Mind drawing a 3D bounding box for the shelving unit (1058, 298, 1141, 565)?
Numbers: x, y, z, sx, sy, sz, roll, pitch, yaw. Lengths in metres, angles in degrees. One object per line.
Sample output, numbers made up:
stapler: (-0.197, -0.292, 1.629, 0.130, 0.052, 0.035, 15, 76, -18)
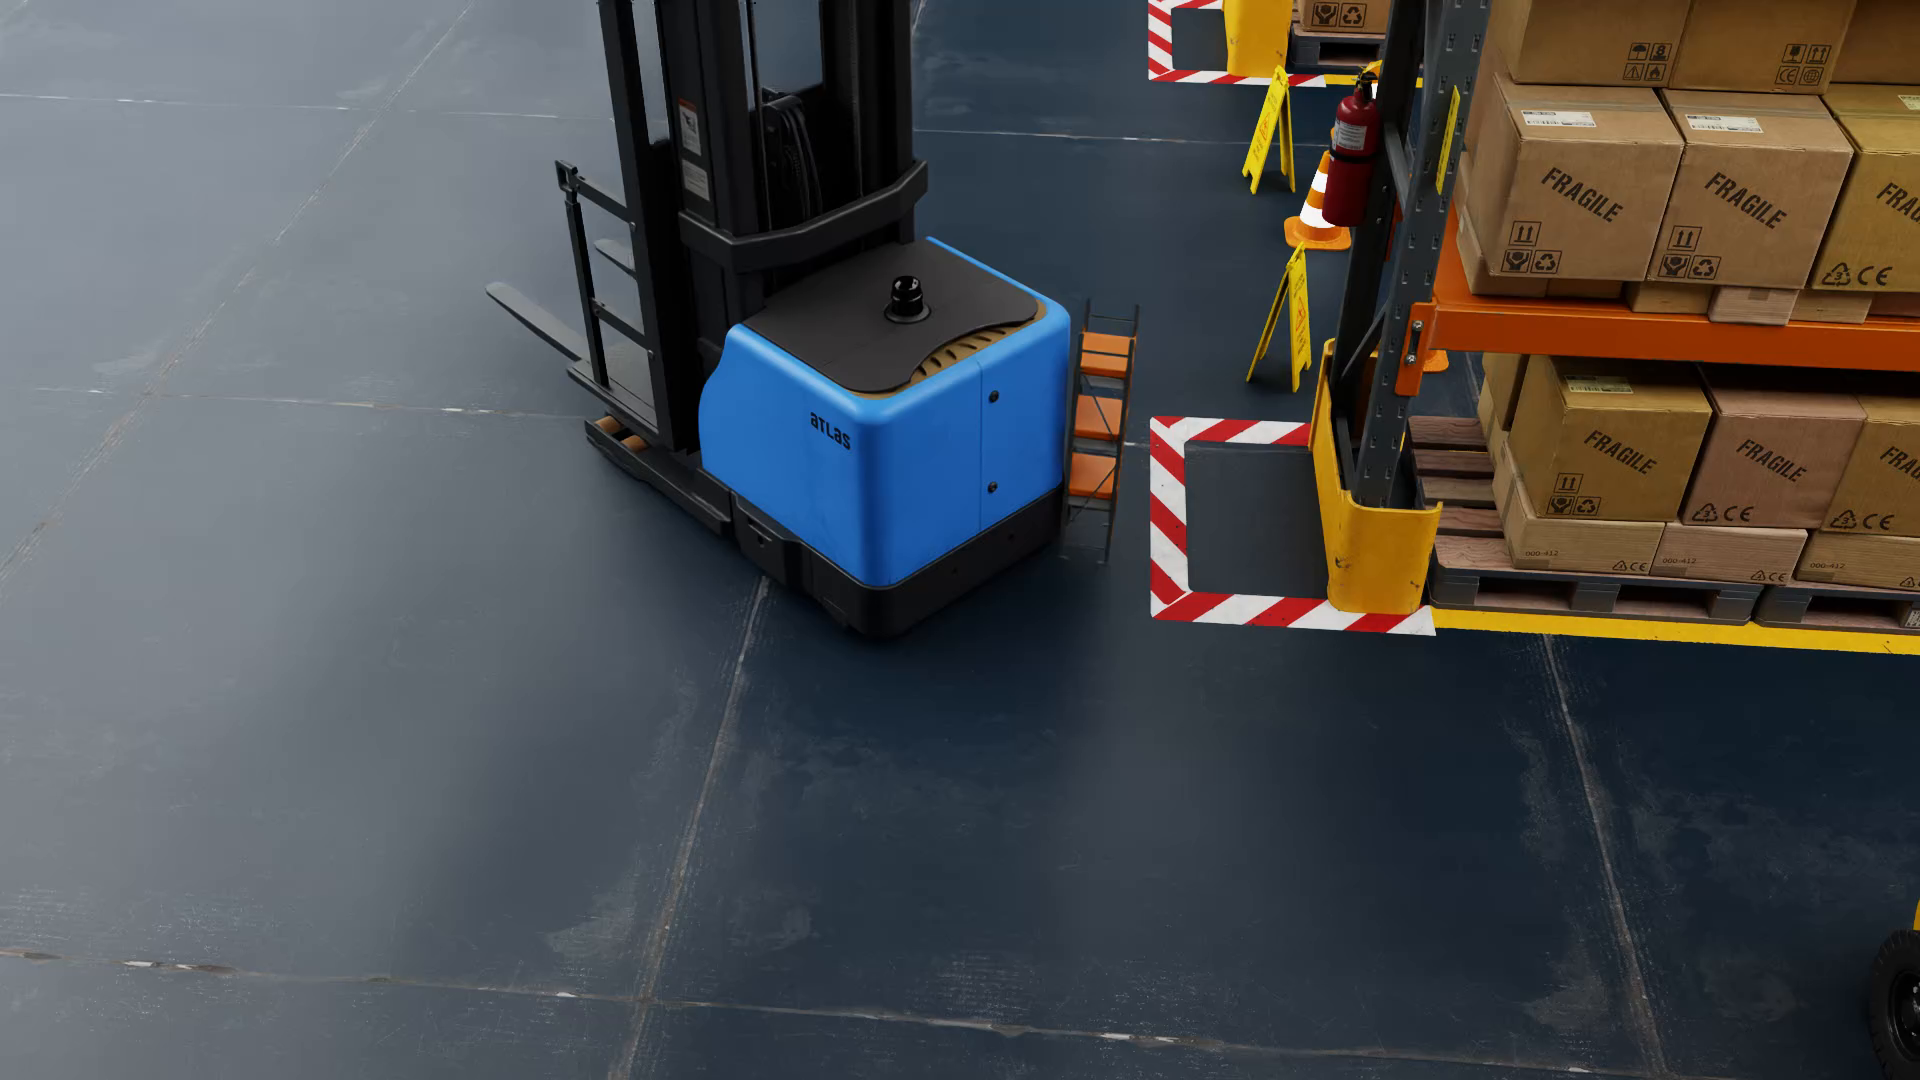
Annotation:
shelving unit: (0.528, -0.399, 6.374, 0.215, 1.050, 0.252, 8, 40, 6)

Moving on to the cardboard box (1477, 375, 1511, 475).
cardboard box: (2.420, -0.473, 6.771, 0.500, 0.250, 0.500, 3, 39, 4)

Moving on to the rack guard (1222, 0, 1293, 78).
rack guard: (1.870, -3.403, 10.506, 0.348, 0.500, 1.175, 3, 39, 4)

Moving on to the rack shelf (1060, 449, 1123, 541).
rack shelf: (0.518, -0.176, 6.557, 0.215, 0.259, 0.240, 8, 40, 6)

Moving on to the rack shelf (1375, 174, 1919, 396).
rack shelf: (3.560, -0.864, 5.977, 4.000, 0.370, 1.077, 3, 39, 4)

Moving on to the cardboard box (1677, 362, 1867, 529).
cardboard box: (2.892, -0.395, 6.082, 0.500, 0.500, 0.500, 2, 39, 2)

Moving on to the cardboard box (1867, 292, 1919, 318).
cardboard box: (3.176, -0.924, 5.679, 0.250, 0.149, 0.380, 4, 39, 5)

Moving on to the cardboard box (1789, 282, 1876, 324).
cardboard box: (2.908, -0.900, 5.650, 0.250, 0.149, 0.380, 4, 39, 5)

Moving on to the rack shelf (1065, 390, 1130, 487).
rack shelf: (0.527, -0.391, 6.380, 0.215, 0.259, 0.240, 8, 40, 6)

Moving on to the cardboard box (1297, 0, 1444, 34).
cardboard box: (2.575, -3.715, 10.259, 0.875, 0.875, 0.875, 3, 39, 4)

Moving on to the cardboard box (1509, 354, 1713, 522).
cardboard box: (2.371, -0.421, 6.114, 0.500, 0.500, 0.500, 2, 39, 2)

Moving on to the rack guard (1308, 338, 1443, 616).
rack guard: (1.643, -0.279, 6.668, 0.348, 0.500, 1.175, 3, 39, 4)

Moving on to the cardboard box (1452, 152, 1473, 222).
cardboard box: (1.959, -1.269, 6.103, 0.250, 0.149, 0.380, 4, 39, 5)

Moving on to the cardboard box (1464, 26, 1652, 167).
cardboard box: (2.132, -1.550, 5.935, 0.500, 0.500, 0.500, 2, 39, 3)

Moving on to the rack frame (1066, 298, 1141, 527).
rack frame: (0.548, -0.475, 6.467, 0.200, 1.050, 0.008, 8, 40, 6)

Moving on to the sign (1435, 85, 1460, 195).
sign: (1.521, -1.247, 5.191, 0.005, 0.325, 0.100, 3, 39, 4)

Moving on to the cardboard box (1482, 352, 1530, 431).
cardboard box: (2.388, -0.760, 6.530, 0.500, 0.500, 0.500, 3, 39, 4)

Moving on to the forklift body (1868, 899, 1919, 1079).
forklift body: (3.190, 1.155, 3.599, 1.214, 2.155, 2.313, 3, 39, 4)

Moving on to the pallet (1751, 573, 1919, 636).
pallet: (3.662, -0.032, 6.594, 1.213, 0.211, 1.003, 3, 39, 4)

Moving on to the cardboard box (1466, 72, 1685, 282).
cardboard box: (2.016, -1.206, 5.512, 0.500, 0.500, 0.500, 3, 39, 3)

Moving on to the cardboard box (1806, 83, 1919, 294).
cardboard box: (3.040, -1.153, 5.447, 0.500, 0.500, 0.500, 2, 39, 3)

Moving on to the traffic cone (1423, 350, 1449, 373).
traffic cone: (2.107, -1.056, 7.653, 0.334, 0.463, 0.336, 3, 39, 4)

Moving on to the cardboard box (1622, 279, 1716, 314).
cardboard box: (2.398, -0.936, 5.694, 0.250, 0.149, 0.380, 2, 39, 2)

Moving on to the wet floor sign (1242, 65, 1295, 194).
wet floor sign: (1.694, -2.214, 8.931, 0.232, 0.644, 0.267, -3, 39, -4)

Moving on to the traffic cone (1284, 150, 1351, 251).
traffic cone: (1.864, -1.773, 8.533, 0.334, 0.463, 0.336, 3, 39, 4)

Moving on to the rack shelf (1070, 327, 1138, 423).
rack shelf: (0.537, -0.610, 6.200, 0.215, 0.259, 0.240, 8, 40, 6)

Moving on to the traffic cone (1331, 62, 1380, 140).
traffic cone: (2.301, -2.465, 9.383, 0.334, 0.463, 0.336, 3, 39, 4)

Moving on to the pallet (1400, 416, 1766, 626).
pallet: (2.450, -0.100, 6.677, 1.213, 0.211, 1.003, 3, 39, 4)

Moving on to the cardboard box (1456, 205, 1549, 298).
cardboard box: (1.888, -1.006, 5.780, 0.250, 0.149, 0.380, 3, 39, 4)

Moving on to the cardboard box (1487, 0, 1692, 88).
cardboard box: (2.095, -1.904, 5.577, 0.500, 0.500, 0.700, 2, 39, 3)

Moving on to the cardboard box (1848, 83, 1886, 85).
cardboard box: (3.129, -1.491, 5.862, 0.500, 0.500, 0.500, 3, 39, 4)

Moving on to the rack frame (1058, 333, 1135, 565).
rack frame: (0.507, -0.323, 6.280, 0.200, 1.050, 0.008, 8, 40, 6)

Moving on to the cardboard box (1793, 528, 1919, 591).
cardboard box: (3.400, -0.077, 6.285, 0.500, 0.250, 0.500, 6, 39, 7)

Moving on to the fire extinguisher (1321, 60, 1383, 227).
fire extinguisher: (1.493, -1.518, 6.272, 0.183, 0.674, 0.296, 3, 39, 4)

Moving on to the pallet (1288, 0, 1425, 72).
pallet: (2.697, -3.295, 10.602, 1.213, 0.211, 1.003, 3, 39, 4)

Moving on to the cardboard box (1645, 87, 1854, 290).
cardboard box: (2.532, -1.180, 5.480, 0.500, 0.500, 0.500, 4, 39, 5)

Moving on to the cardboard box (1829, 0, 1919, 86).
cardboard box: (3.116, -1.908, 5.583, 0.500, 0.500, 0.700, 3, 39, 3)

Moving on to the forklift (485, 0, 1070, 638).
forklift: (-0.958, -1.610, 6.378, 1.130, 2.935, 3.031, -31, 48, -32)

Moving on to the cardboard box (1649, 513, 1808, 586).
cardboard box: (2.855, -0.098, 6.312, 0.500, 0.250, 0.500, 4, 39, 5)

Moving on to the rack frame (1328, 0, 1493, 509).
rack frame: (1.568, -1.252, 5.884, 0.127, 3.000, 1.000, 3, 39, 4)

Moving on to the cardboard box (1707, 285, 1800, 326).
cardboard box: (2.647, -0.893, 5.642, 0.250, 0.149, 0.380, 4, 39, 5)

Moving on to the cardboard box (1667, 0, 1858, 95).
cardboard box: (2.599, -1.872, 5.537, 0.500, 0.500, 0.700, 3, 39, 4)

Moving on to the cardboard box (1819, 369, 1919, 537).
cardboard box: (3.392, -0.363, 6.042, 0.500, 0.500, 0.500, 4, 39, 5)

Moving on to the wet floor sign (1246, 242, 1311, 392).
wet floor sign: (1.471, -1.023, 7.466, 0.232, 0.644, 0.267, 16, 42, 19)

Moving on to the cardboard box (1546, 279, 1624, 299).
cardboard box: (2.141, -1.002, 5.775, 0.250, 0.149, 0.380, 4, 39, 5)

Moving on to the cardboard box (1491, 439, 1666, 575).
cardboard box: (2.347, -0.131, 6.352, 0.500, 0.250, 0.500, 3, 39, 3)
